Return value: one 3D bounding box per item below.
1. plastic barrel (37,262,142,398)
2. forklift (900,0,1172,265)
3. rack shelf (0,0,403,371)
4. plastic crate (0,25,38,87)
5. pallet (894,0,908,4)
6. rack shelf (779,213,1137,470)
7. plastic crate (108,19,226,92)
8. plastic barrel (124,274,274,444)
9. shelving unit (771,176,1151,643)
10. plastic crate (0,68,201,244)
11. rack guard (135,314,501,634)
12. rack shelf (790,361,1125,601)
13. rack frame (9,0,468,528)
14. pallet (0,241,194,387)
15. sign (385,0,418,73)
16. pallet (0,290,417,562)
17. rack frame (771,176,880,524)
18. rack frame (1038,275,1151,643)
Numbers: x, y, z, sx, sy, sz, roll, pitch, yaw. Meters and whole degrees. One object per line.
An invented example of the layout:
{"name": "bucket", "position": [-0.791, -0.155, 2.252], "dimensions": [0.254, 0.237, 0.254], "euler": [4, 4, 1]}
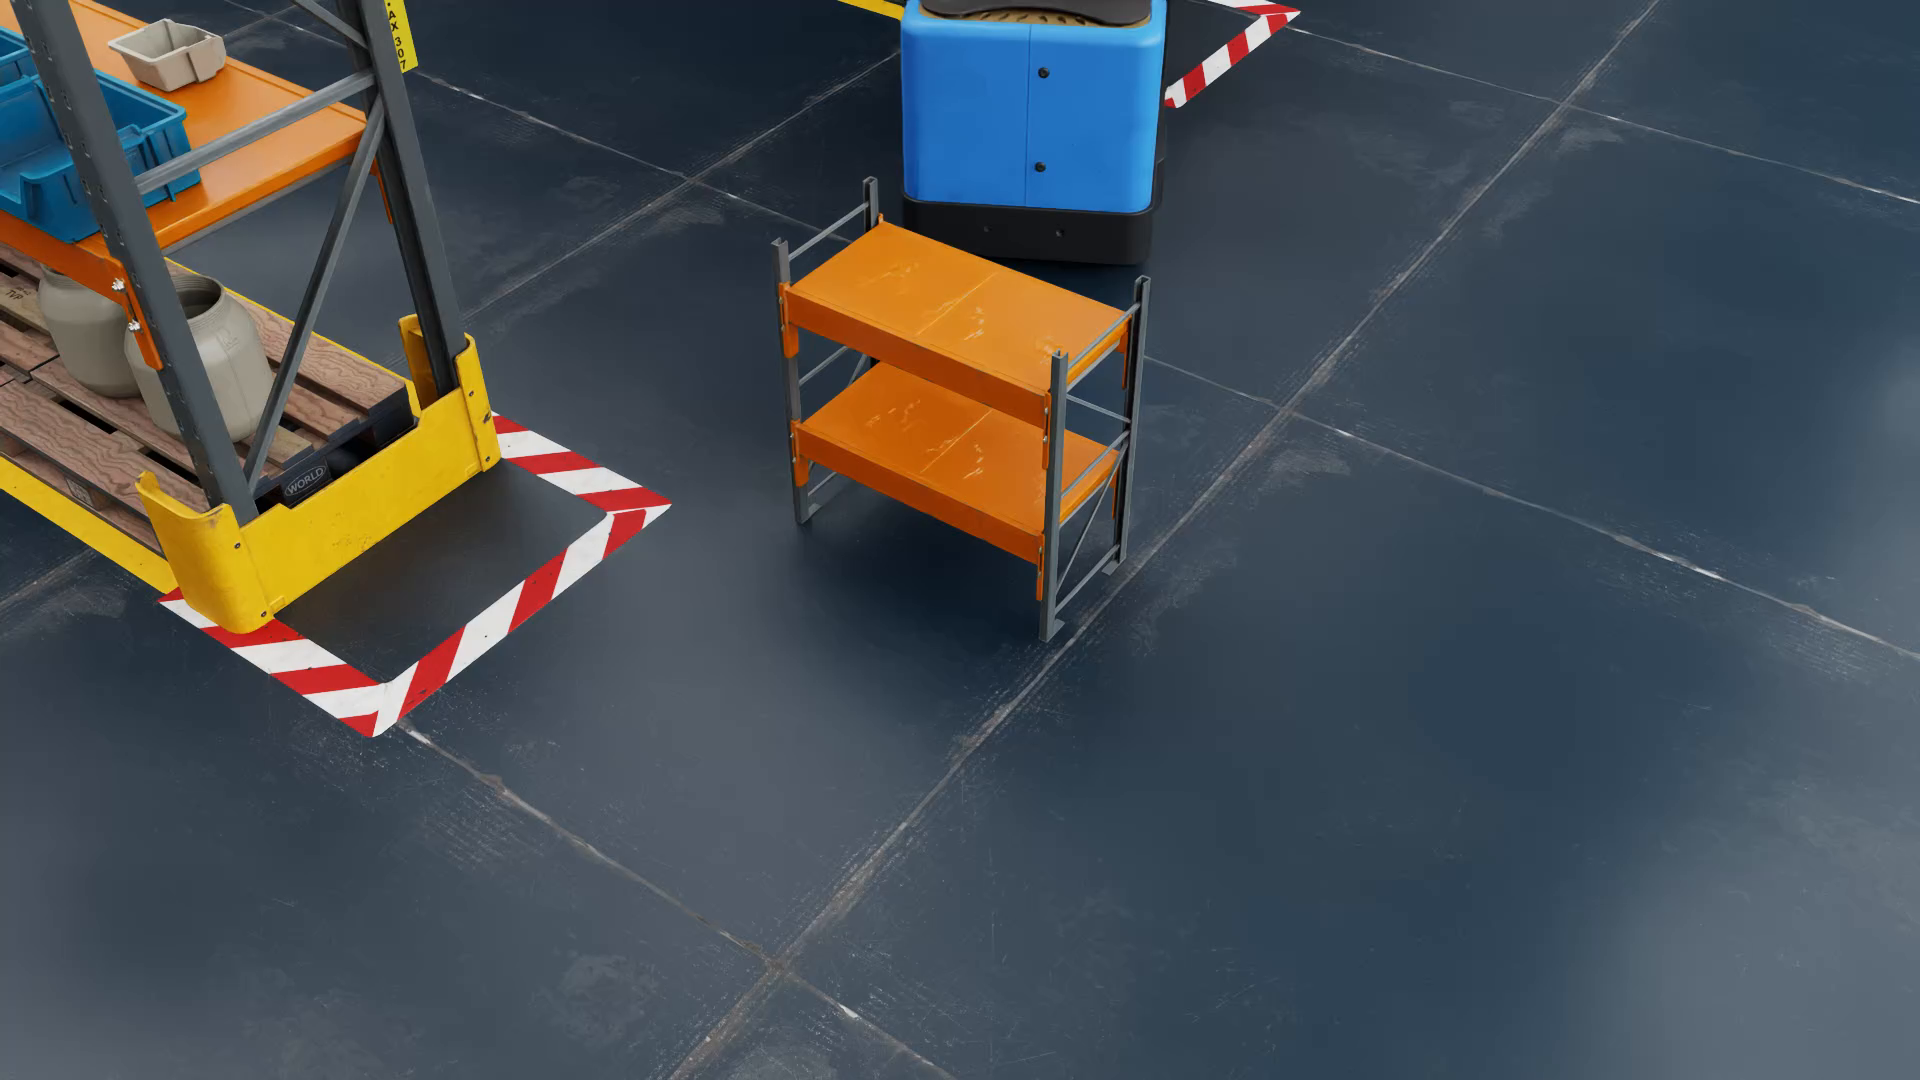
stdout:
{"name": "plastic barrel", "position": [-3.035, -0.807, 5.953], "dimensions": [0.421, 0.512, 0.421], "euler": [0, 42, 0]}
{"name": "forklift", "position": [0.438, -3.218, 7.148], "dimensions": [1.130, 2.935, 3.031], "euler": [4, 42, 5]}
{"name": "rack shelf", "position": [-3.680, -1.673, 5.910], "dimensions": [4.000, 0.370, 1.077], "euler": [25, 48, 25]}
{"name": "plastic crate", "position": [-3.152, -1.400, 5.177], "dimensions": [0.408, 0.251, 0.499], "euler": [25, 48, 25]}
{"name": "pallet", "position": [0.095, -3.200, 9.168], "dimensions": [1.213, 0.211, 1.003], "euler": [25, 48, 25]}
{"name": "rack shelf", "position": [-0.006, -0.640, 5.183], "dimensions": [1.000, 0.278, 0.538], "euler": [25, 48, 25]}
{"name": "plastic crate", "position": [-2.590, -1.596, 5.482], "dimensions": [0.250, 0.136, 0.298], "euler": [25, 48, 25]}
{"name": "plastic barrel", "position": [-2.625, -0.615, 5.739], "dimensions": [0.421, 0.512, 0.421], "euler": [0, 42, 0]}
{"name": "shelving unit", "position": [-0.006, -0.422, 5.378], "dimensions": [1.048, 1.125, 0.538], "euler": [25, 48, 25]}
{"name": "plastic crate", "position": [-2.624, -1.148, 4.896], "dimensions": [0.616, 0.251, 0.499], "euler": [25, 48, 25]}
{"name": "rack guard", "position": [-2.132, -0.248, 5.652], "dimensions": [0.348, 0.500, 1.175], "euler": [25, 48, 25]}
{"name": "rack shelf", "position": [-0.006, -0.240, 5.541], "dimensions": [1.000, 0.278, 0.538], "euler": [25, 48, 25]}
{"name": "rack frame", "position": [-2.042, -1.176, 4.814], "dimensions": [0.127, 3.000, 1.000], "euler": [25, 48, 25]}
{"name": "pallet", "position": [-3.788, -0.921, 6.621], "dimensions": [1.213, 0.211, 1.003], "euler": [25, 48, 25]}
{"name": "sign", "position": [-1.723, -1.577, 5.056], "dimensions": [0.005, 0.325, 0.100], "euler": [25, 48, 25]}
{"name": "pallet", "position": [-2.794, -0.454, 6.099], "dimensions": [1.213, 0.211, 1.003], "euler": [25, 48, 25]}
{"name": "rack frame", "position": [-0.422, -0.616, 5.595], "dimensions": [0.032, 1.125, 0.500], "euler": [25, 48, 25]}
{"name": "rack frame", "position": [0.411, -0.227, 5.160], "dimensions": [0.032, 1.125, 0.500], "euler": [25, 48, 25]}
